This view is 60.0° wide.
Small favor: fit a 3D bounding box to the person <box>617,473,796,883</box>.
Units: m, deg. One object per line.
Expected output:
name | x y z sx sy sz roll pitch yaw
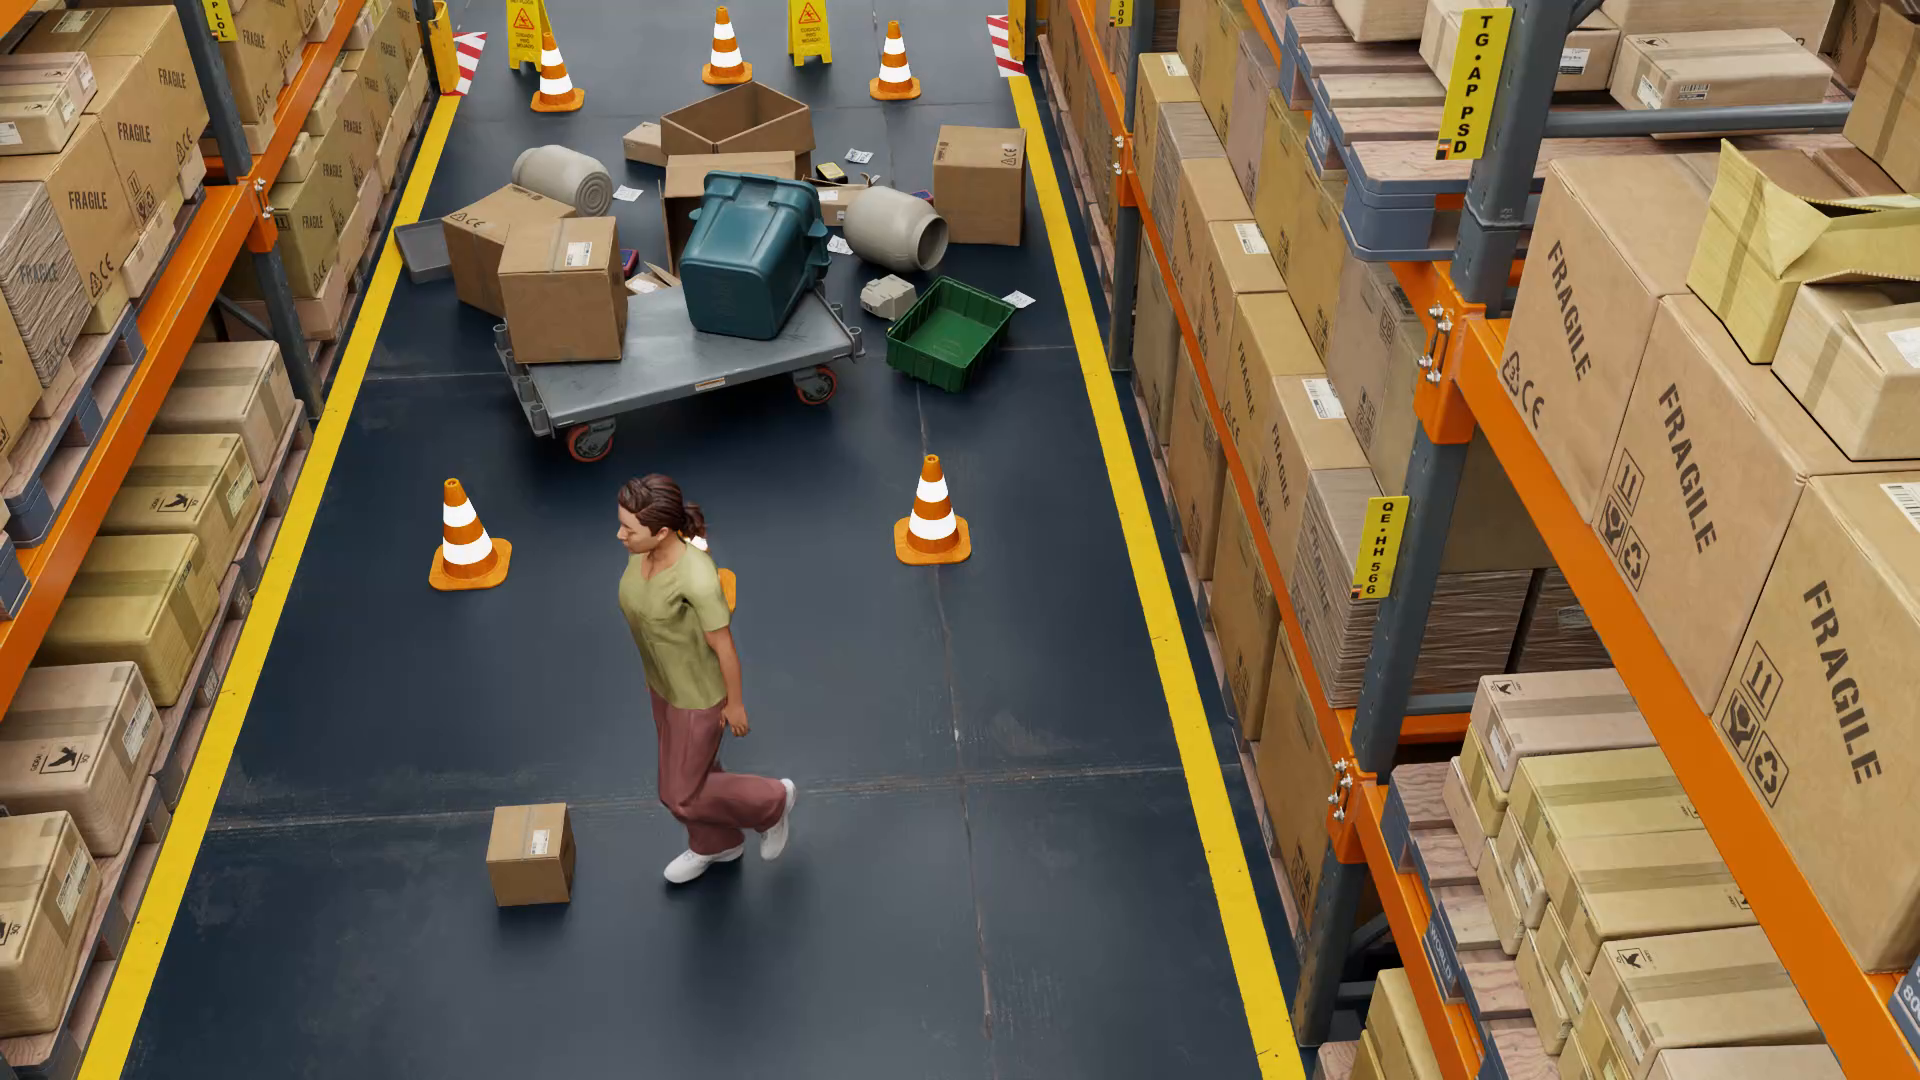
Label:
person | -0.892 0.468 5.553 0.503 1.667 0.503 -26 46 -28
